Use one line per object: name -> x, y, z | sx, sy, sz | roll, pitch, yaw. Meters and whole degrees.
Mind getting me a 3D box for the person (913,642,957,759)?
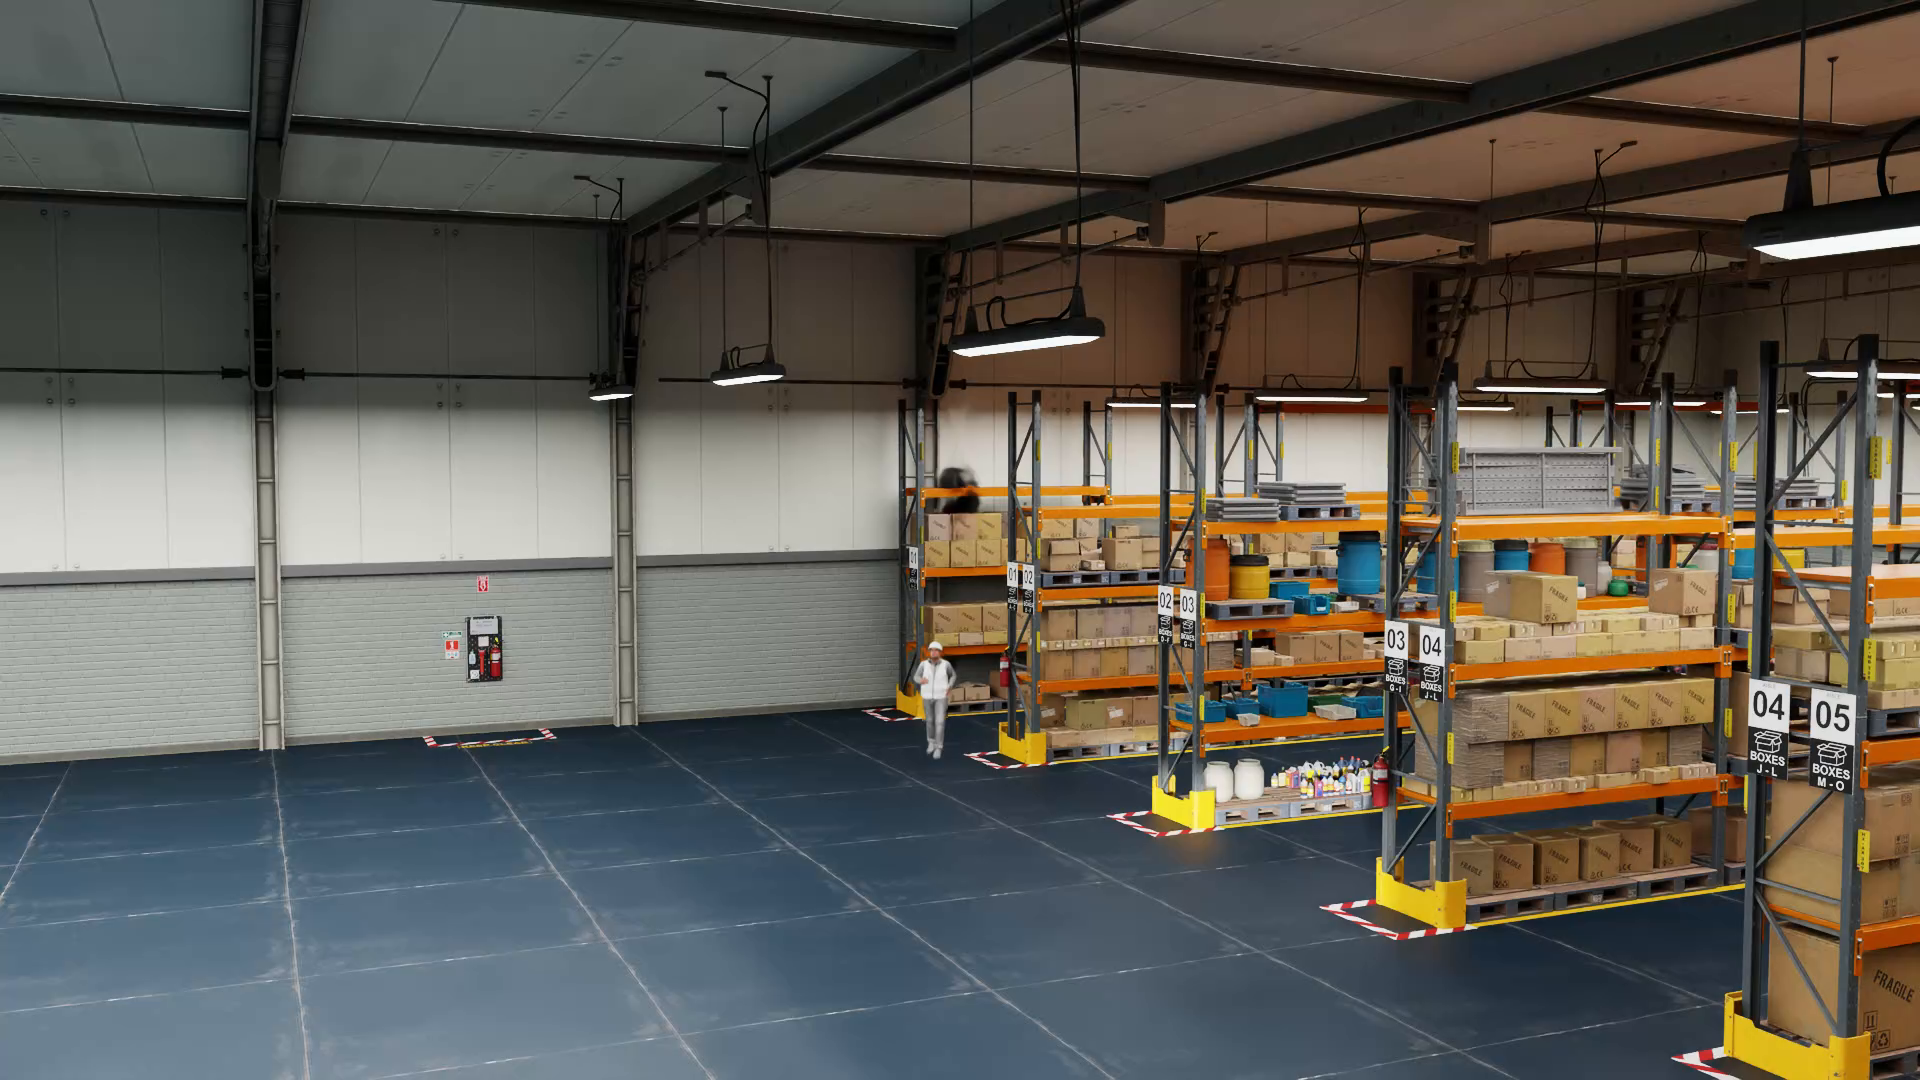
person -> -0.413, 2.517, 26.279 | 0.669, 1.816, 0.857 | 0, 3, 8
